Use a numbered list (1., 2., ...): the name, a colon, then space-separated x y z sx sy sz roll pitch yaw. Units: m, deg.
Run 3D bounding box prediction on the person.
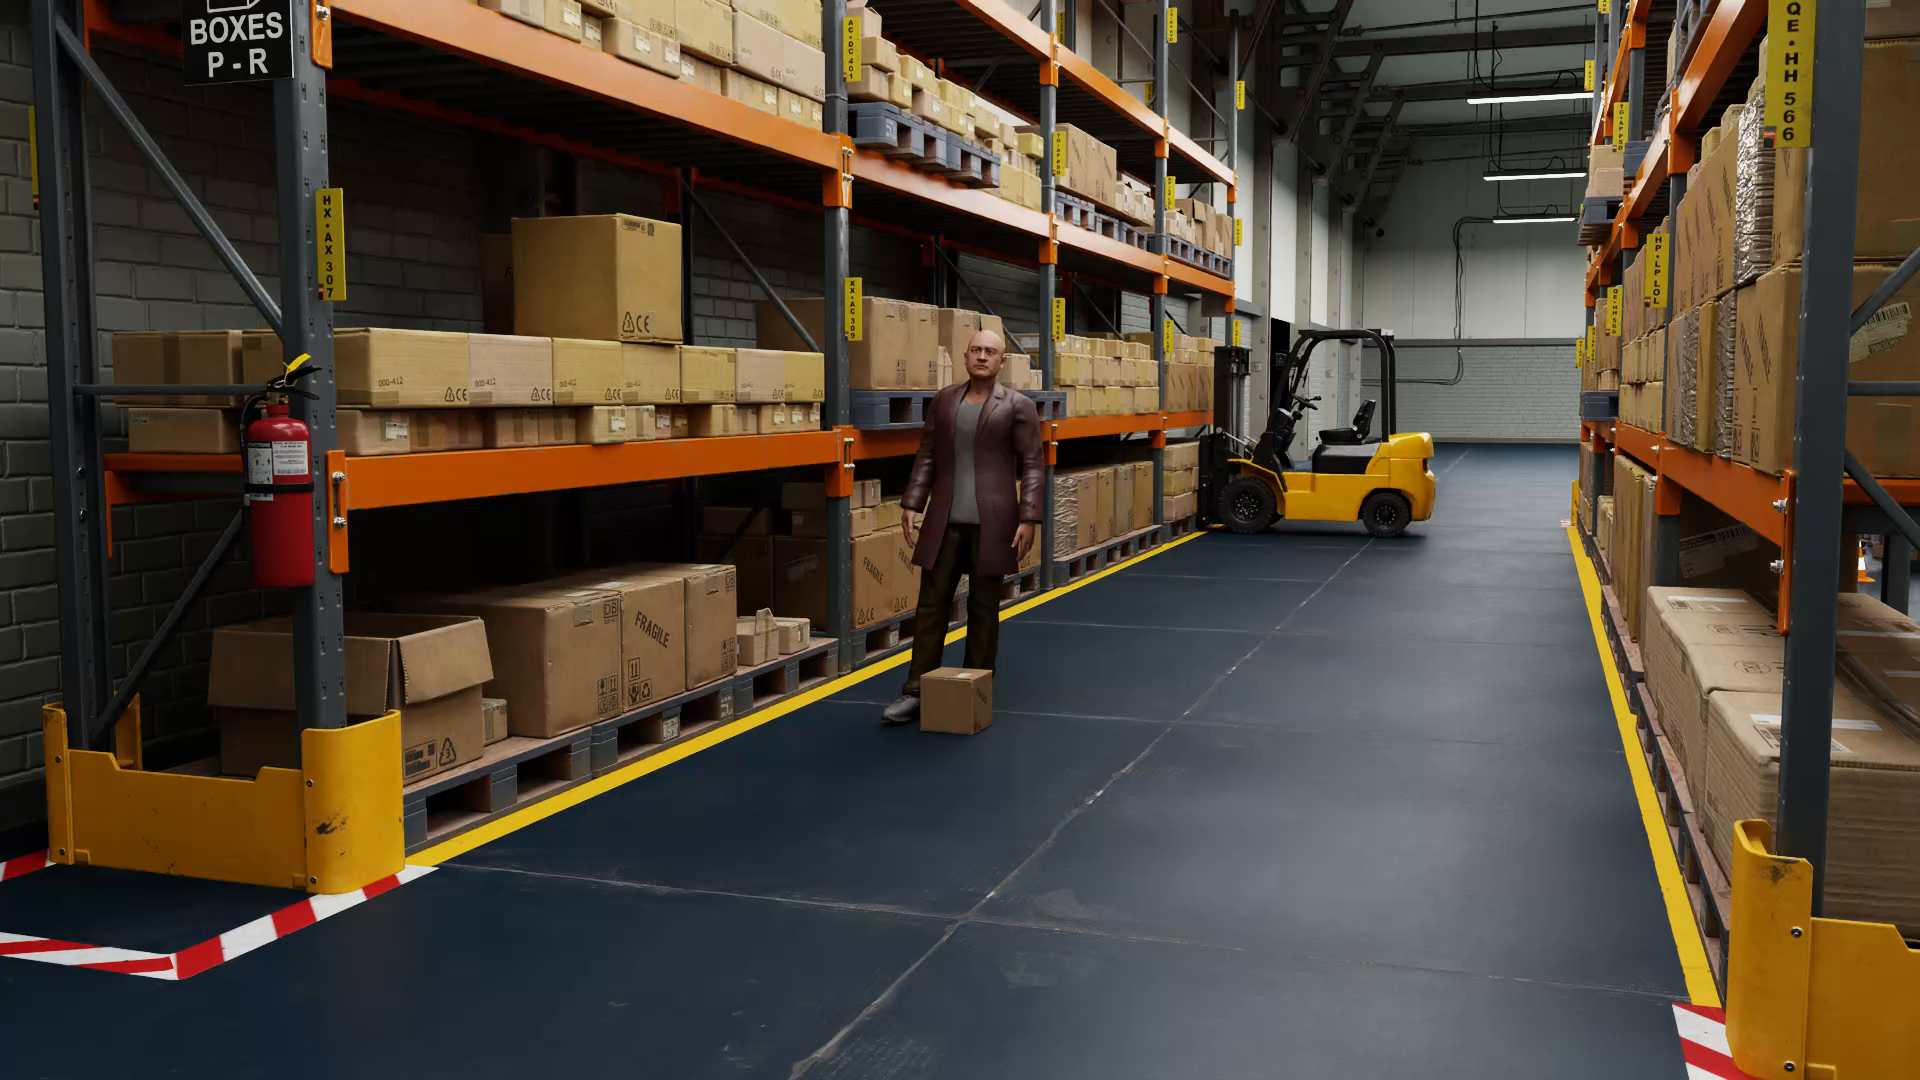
1. person: 0.025 -0.066 7.573 0.695 1.776 0.581 2 5 19
